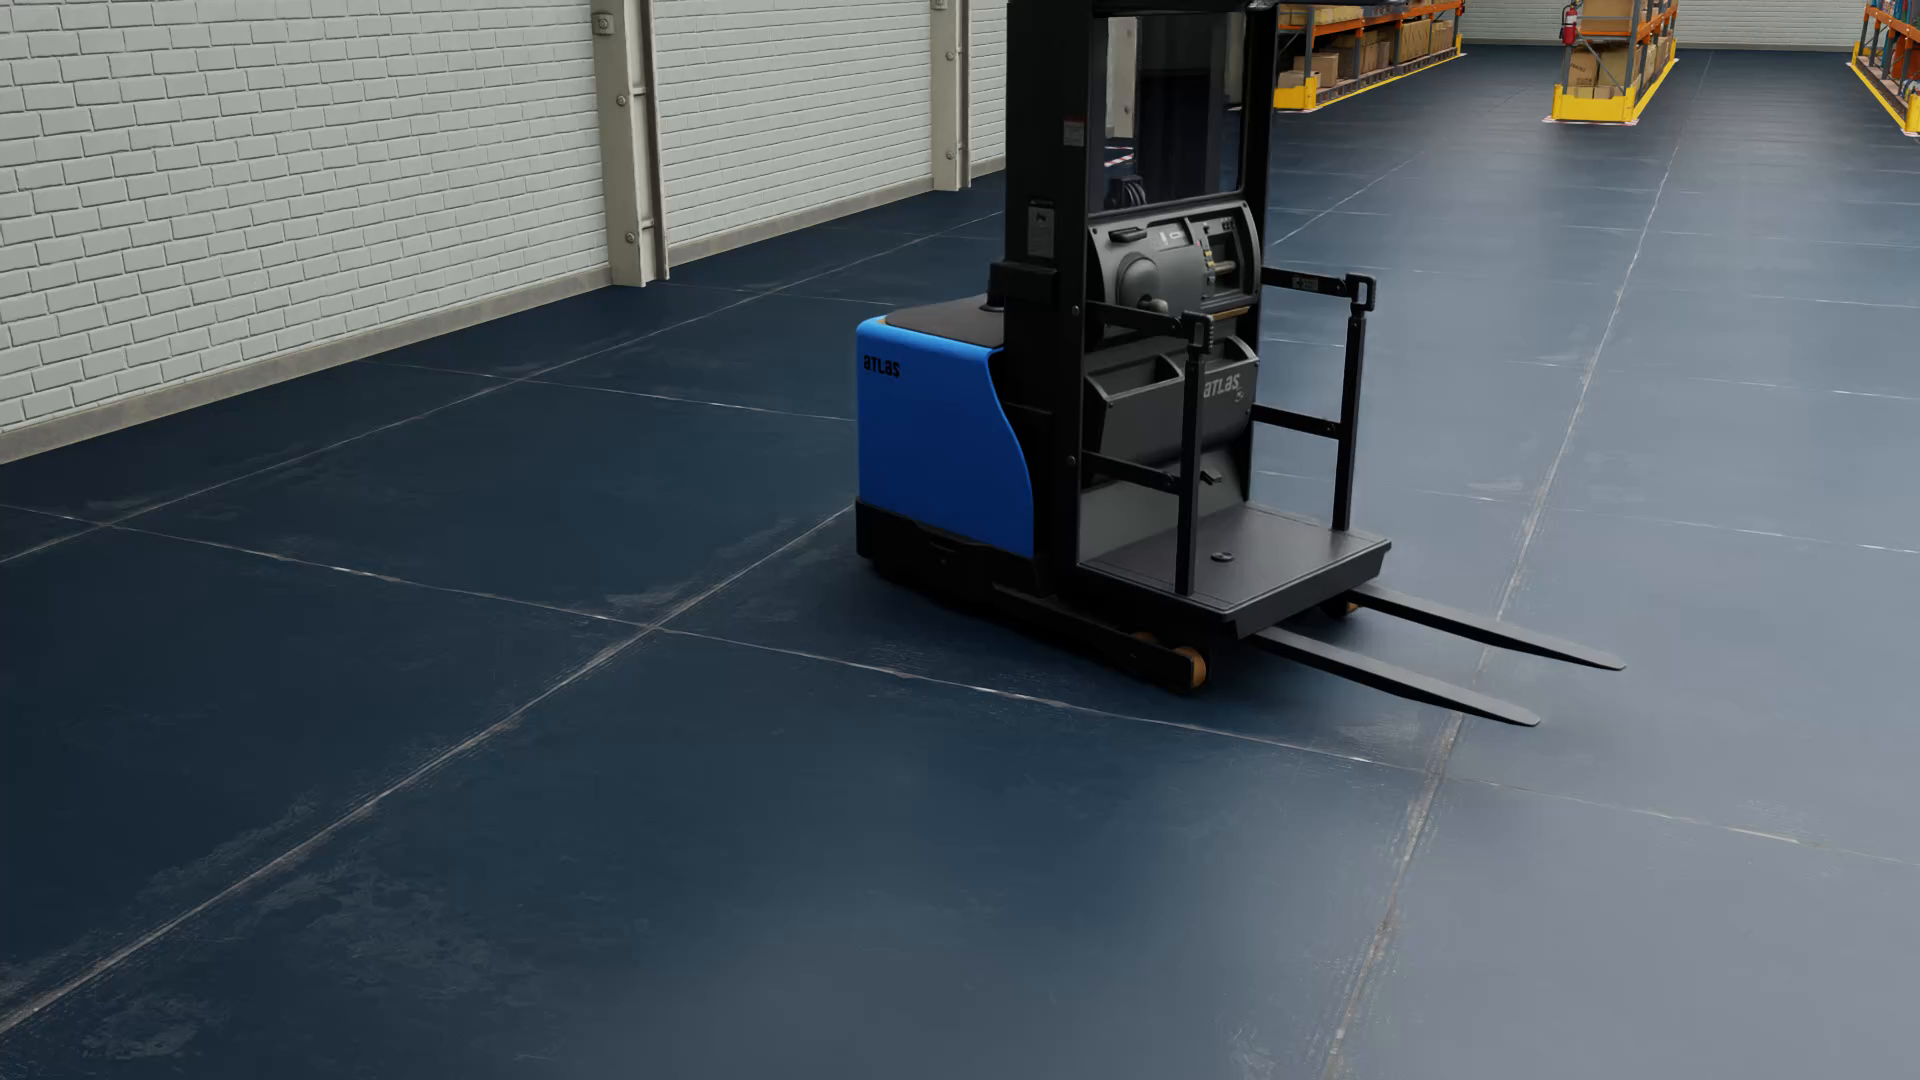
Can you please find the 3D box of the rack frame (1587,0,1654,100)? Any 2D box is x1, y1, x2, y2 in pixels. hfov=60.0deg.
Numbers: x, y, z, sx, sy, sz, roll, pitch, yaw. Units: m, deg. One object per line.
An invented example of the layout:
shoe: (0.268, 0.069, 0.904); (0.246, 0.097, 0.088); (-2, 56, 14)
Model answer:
rack frame: (11.476, -9.194, 28.844); (1.000, 3.000, 0.127); (9, 21, 23)

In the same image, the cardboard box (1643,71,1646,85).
cardboard box: (11.867, -8.185, 29.486); (0.500, 0.250, 0.500); (8, 21, 21)

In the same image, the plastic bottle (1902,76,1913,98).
plastic bottle: (15.284, -7.282, 26.766); (0.144, 0.351, 0.185); (9, 22, 24)

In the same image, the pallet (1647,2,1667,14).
pallet: (13.327, -10.543, 32.924); (1.213, 0.211, 1.003); (9, 21, 23)

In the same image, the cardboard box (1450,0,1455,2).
cardboard box: (11.381, -13.301, 39.945); (0.980, 0.700, 0.700); (8, 21, 22)

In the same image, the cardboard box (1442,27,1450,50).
cardboard box: (11.469, -12.180, 40.345); (0.700, 0.500, 0.500); (8, 21, 23)

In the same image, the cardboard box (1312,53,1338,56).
cardboard box: (6.566, -8.579, 30.190); (0.500, 0.500, 0.500); (7, 21, 19)

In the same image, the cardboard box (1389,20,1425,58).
cardboard box: (9.722, -11.014, 36.545); (0.750, 0.750, 0.750); (9, 22, 24)

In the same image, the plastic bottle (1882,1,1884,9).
plastic bottle: (18.730, -10.850, 33.675); (0.061, 0.283, 0.133); (9, 21, 23)

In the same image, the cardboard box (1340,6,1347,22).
cardboard box: (6.429, -9.164, 28.954); (0.500, 0.250, 0.500); (9, 21, 23)

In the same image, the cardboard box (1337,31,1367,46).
cardboard box: (7.628, -9.777, 32.439); (0.500, 0.250, 0.500); (8, 21, 21)

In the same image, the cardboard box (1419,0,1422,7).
cardboard box: (9.907, -11.759, 36.402); (0.380, 0.149, 0.250); (9, 21, 23)

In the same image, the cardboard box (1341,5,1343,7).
cardboard box: (6.416, -9.513, 28.815); (0.500, 0.500, 0.500); (9, 22, 24)

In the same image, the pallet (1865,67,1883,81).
pallet: (18.915, -9.415, 33.626); (1.003, 0.211, 1.213); (9, 21, 23)

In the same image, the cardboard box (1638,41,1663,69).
cardboard box: (13.980, -9.860, 33.790); (0.500, 0.500, 0.500); (8, 21, 22)

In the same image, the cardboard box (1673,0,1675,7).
cardboard box: (15.416, -11.962, 36.478); (0.500, 0.500, 0.500); (9, 21, 24)

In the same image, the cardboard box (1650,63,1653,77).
cardboard box: (12.913, -8.967, 31.682); (0.500, 0.250, 0.500); (8, 21, 22)

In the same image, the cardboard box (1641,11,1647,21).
cardboard box: (12.025, -9.318, 29.569); (0.380, 0.149, 0.250); (9, 21, 23)

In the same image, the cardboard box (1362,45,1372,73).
cardboard box: (7.653, -9.445, 32.623); (0.700, 0.500, 0.500); (9, 21, 23)

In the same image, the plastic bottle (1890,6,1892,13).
plastic bottle: (17.845, -10.136, 31.790); (0.097, 0.201, 0.097); (0, 20, 0)

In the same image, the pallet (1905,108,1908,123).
pallet: (14.681, -6.254, 24.738); (1.003, 0.211, 1.213); (9, 21, 23)

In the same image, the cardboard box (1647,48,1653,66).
cardboard box: (12.501, -8.923, 30.722); (0.500, 0.311, 0.500); (9, 22, 24)

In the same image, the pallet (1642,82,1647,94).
pallet: (12.240, -8.485, 31.012); (1.003, 0.211, 1.213); (9, 21, 23)

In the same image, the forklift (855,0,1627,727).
forklift: (0.952, -1.031, 5.992); (1.130, 2.935, 3.031); (-18, 27, -42)

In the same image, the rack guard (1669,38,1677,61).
rack guard: (16.359, -11.661, 39.513); (1.175, 0.500, 0.348); (9, 21, 23)

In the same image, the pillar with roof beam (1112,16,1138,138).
pillar with roof beam: (6.285, -9.384, 20.426); (9.100, 9.000, 0.400); (9, 21, 23)

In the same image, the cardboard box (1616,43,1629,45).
cardboard box: (13.283, -9.764, 33.522); (0.500, 0.500, 0.500); (9, 22, 25)

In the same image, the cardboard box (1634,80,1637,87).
cardboard box: (10.876, -7.465, 27.460); (0.500, 0.250, 0.500); (9, 21, 23)

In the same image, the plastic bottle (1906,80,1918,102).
plastic bottle: (14.957, -7.038, 26.079); (0.144, 0.351, 0.185); (10, 22, 25)

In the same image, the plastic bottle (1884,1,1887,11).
plastic bottle: (18.510, -10.665, 33.173); (0.097, 0.271, 0.097); (0, 20, 0)

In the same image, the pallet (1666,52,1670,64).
pallet: (16.033, -11.281, 38.875); (1.003, 0.211, 1.213); (9, 21, 23)

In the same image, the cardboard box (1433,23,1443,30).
cardboard box: (11.151, -12.097, 39.144); (0.380, 0.149, 0.250); (8, 21, 21)

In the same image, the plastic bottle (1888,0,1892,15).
plastic bottle: (18.006, -10.310, 32.156); (0.061, 0.283, 0.133); (9, 21, 23)

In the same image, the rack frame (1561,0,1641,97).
rack frame: (9.838, -7.971, 25.406); (1.000, 3.000, 0.127); (9, 21, 23)

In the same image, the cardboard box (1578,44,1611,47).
cardboard box: (10.803, -8.197, 28.398); (0.500, 0.500, 0.500); (9, 21, 23)

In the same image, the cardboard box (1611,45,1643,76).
cardboard box: (11.270, -8.127, 28.201); (0.500, 0.500, 0.500); (9, 21, 23)

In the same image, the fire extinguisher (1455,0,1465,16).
fire extinguisher: (12.352, -13.311, 41.094); (0.296, 0.674, 0.183); (9, 21, 23)

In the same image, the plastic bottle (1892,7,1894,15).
plastic bottle: (17.606, -9.957, 31.288); (0.097, 0.201, 0.097); (0, 20, 0)

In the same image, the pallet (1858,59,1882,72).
pallet: (20.033, -10.249, 35.973); (1.003, 0.211, 1.213); (9, 21, 23)

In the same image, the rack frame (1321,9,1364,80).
rack frame: (6.955, -9.872, 30.752); (1.000, 3.000, 0.127); (9, 21, 23)

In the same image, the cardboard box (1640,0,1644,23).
cardboard box: (11.300, -9.104, 28.443); (0.700, 0.500, 0.500); (8, 21, 21)

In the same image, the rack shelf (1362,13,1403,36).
rack shelf: (7.774, -10.145, 32.592); (1.077, 0.370, 4.000); (9, 21, 23)

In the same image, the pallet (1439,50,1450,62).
pallet: (11.112, -11.600, 39.772); (1.003, 0.211, 1.213); (9, 21, 23)

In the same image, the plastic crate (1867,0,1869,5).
plastic crate: (20.299, -11.968, 36.950); (0.250, 0.136, 0.298); (9, 21, 23)

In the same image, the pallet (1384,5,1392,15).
pallet: (7.820, -10.394, 32.505); (1.003, 0.211, 1.213); (9, 21, 23)

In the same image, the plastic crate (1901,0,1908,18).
plastic crate: (16.690, -9.314, 29.086); (0.402, 0.464, 0.583); (9, 21, 23)

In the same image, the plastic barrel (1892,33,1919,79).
plastic barrel: (17.816, -9.063, 31.088); (0.600, 0.830, 0.708); (9, 21, 23)

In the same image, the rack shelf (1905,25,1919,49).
rack shelf: (15.174, -7.563, 25.331); (1.077, 0.370, 4.000); (9, 21, 23)
